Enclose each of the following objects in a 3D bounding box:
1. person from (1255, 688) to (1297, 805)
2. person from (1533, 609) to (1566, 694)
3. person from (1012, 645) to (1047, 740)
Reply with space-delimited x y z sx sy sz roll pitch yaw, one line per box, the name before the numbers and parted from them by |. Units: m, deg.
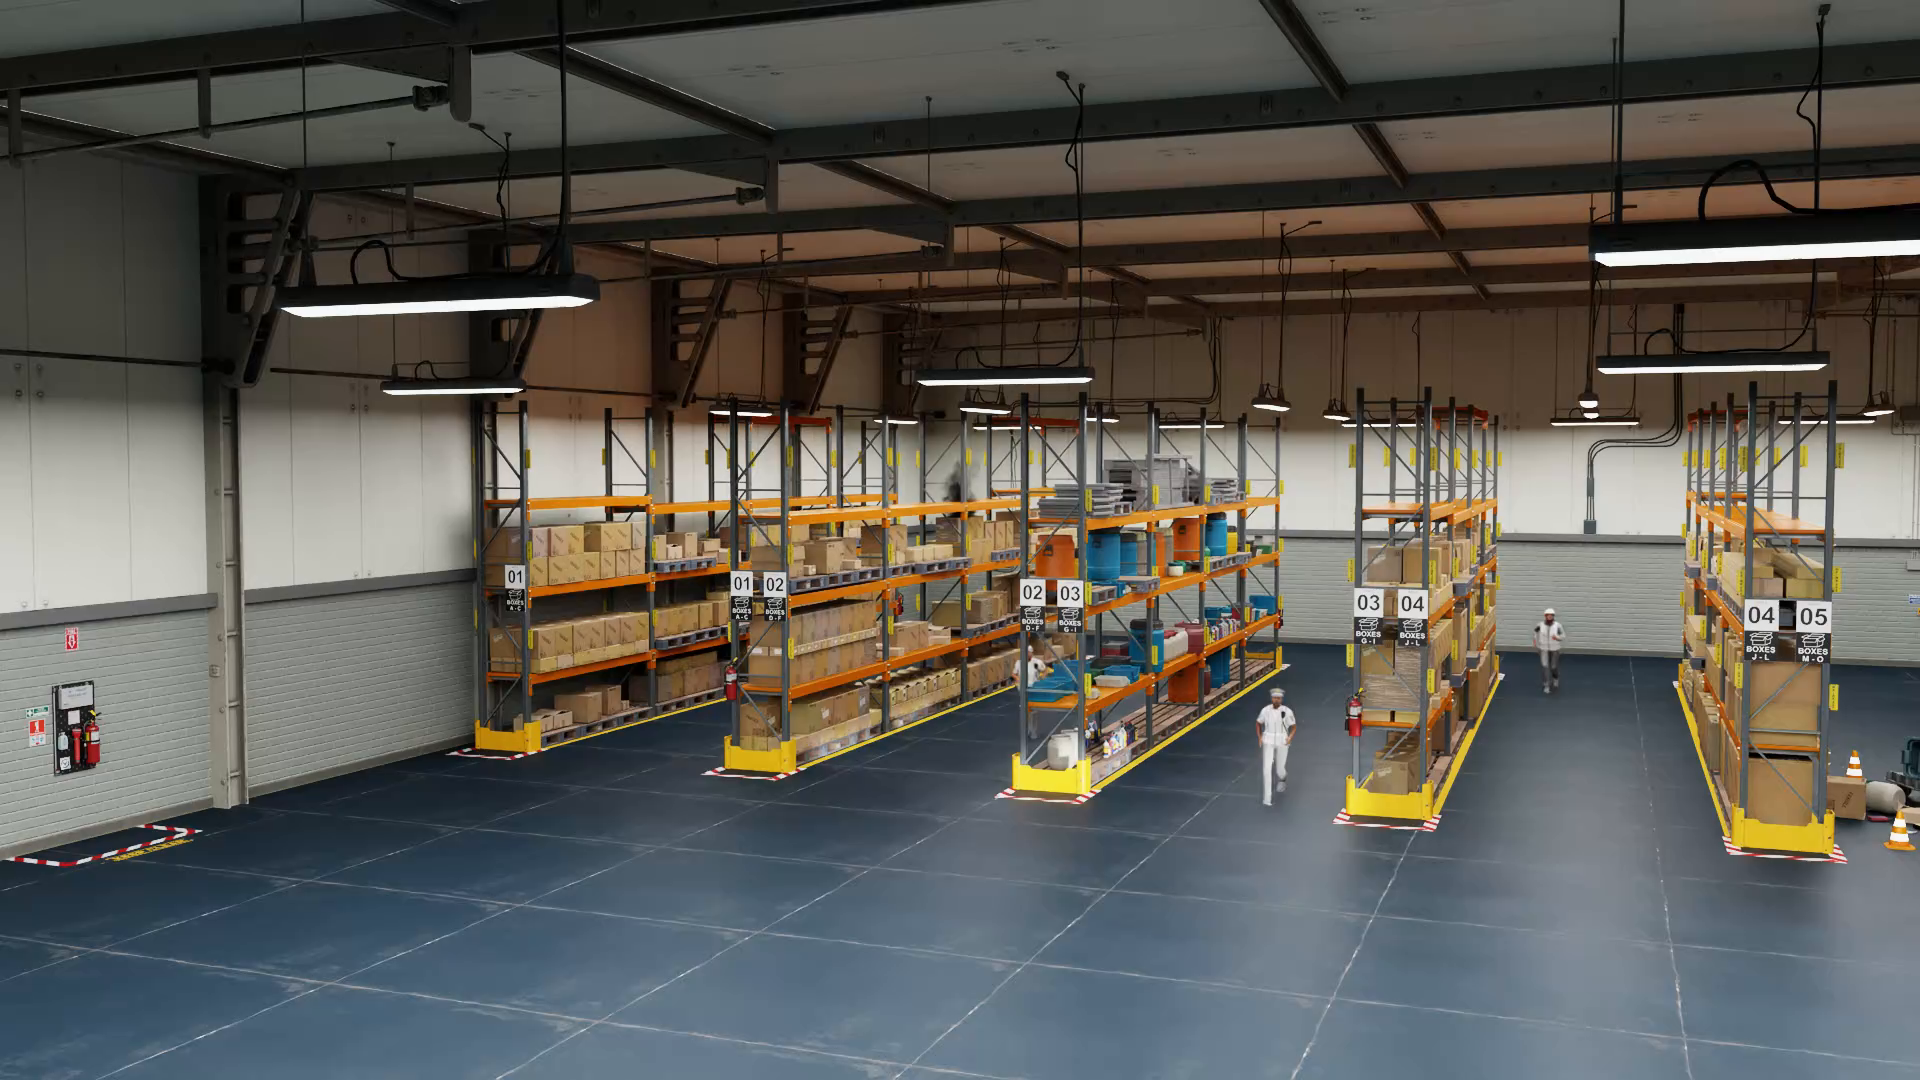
person | 4.617 3.006 24.348 0.614 1.703 0.730 1 3 18
person | 12.694 2.369 35.839 0.674 1.797 0.957 1 3 20
person | 1.226 2.741 29.825 0.592 1.718 0.725 1 3 17
